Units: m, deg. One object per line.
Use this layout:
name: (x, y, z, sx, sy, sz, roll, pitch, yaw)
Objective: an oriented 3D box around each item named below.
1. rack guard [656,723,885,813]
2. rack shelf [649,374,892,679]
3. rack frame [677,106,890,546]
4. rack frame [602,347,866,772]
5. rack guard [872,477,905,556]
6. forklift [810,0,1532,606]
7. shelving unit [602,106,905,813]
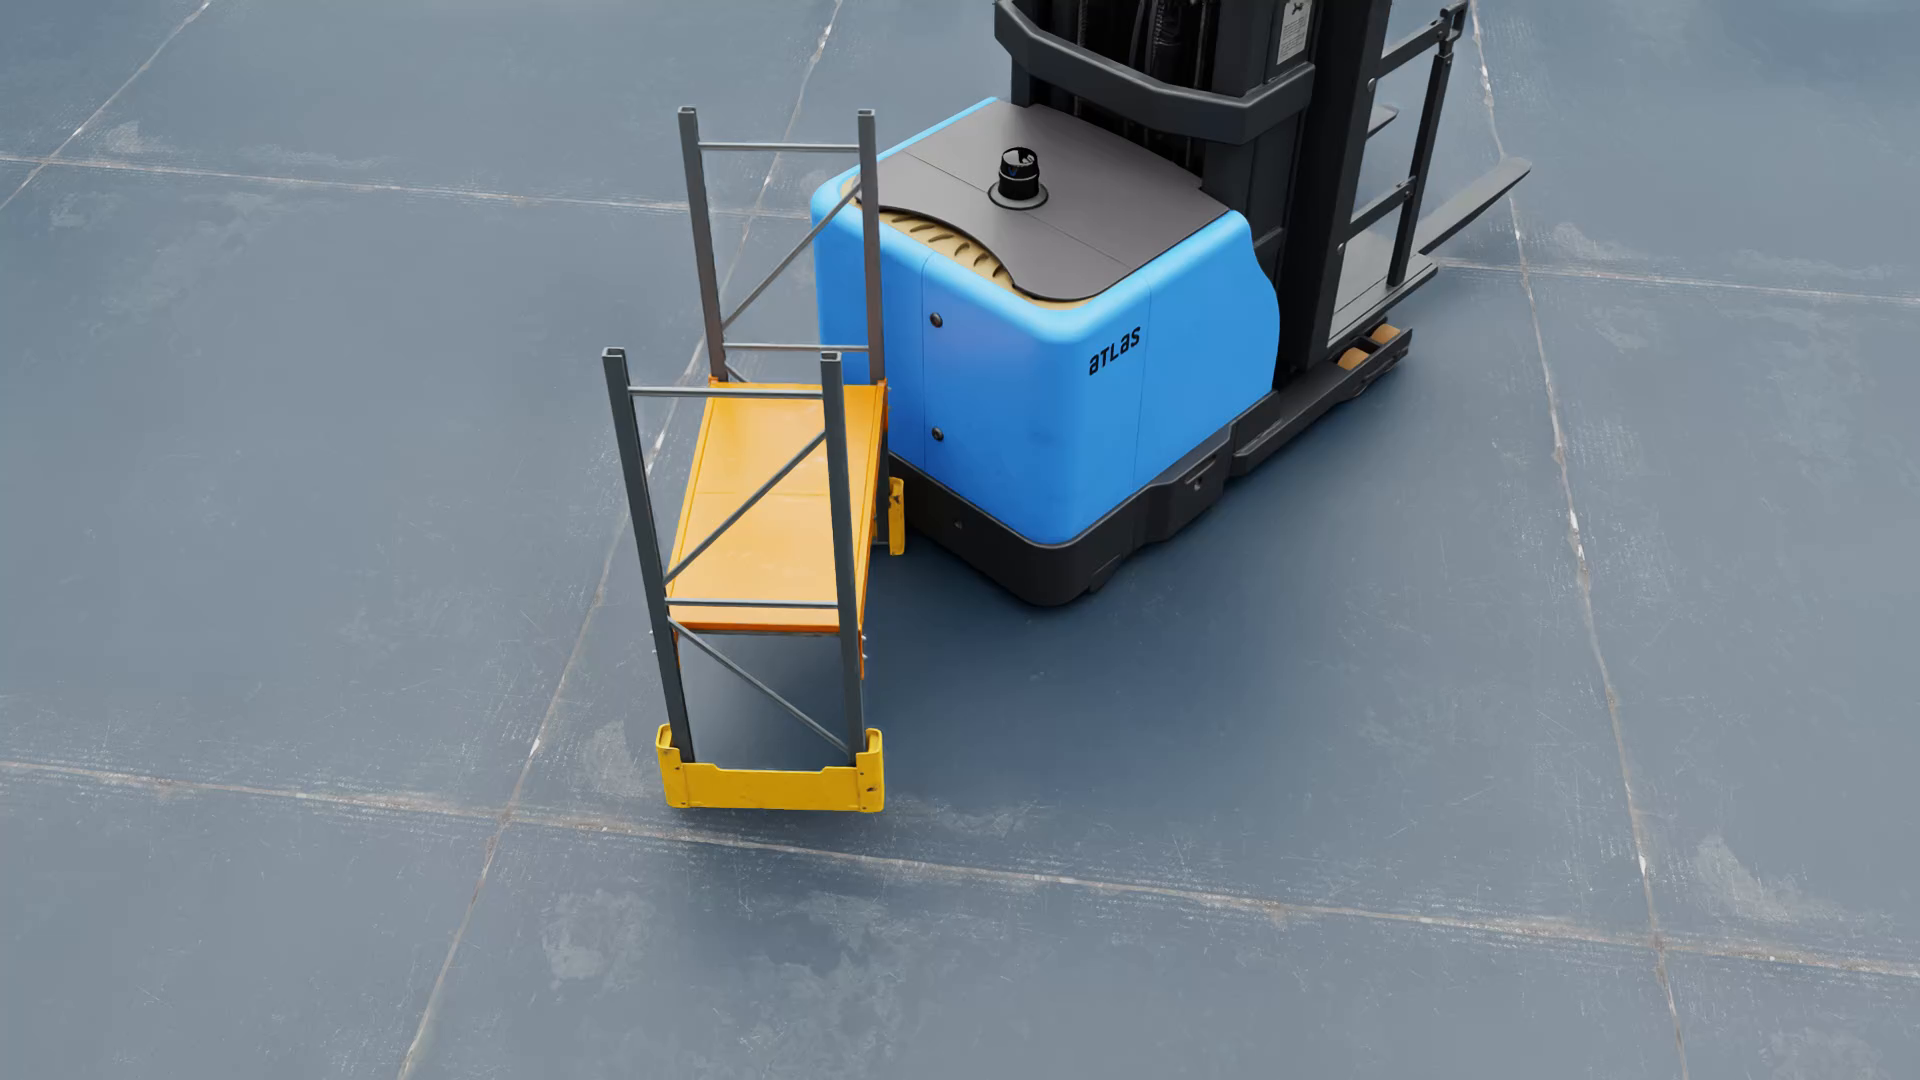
rack guard: (-0.499, 0.608, 4.426, 0.587, 0.250, 0.087, 1, 43, 1)
rack shelf: (-0.482, -0.064, 4.488, 0.538, 0.185, 1.000, 1, 43, 1)
rack frame: (-0.466, -0.543, 4.733, 0.500, 1.500, 0.032, 1, 43, 1)
rack frame: (-0.499, 0.155, 3.995, 0.500, 1.500, 0.032, 1, 43, 1)
rack guard: (-0.467, -0.076, 5.149, 0.587, 0.250, 0.087, 1, 43, 1)
forklift: (0.940, -1.783, 5.002, 1.130, 2.935, 3.031, 34, 53, 30)
shelving unit: (-0.483, -0.188, 4.358, 0.587, 1.500, 1.083, 1, 43, 1)
